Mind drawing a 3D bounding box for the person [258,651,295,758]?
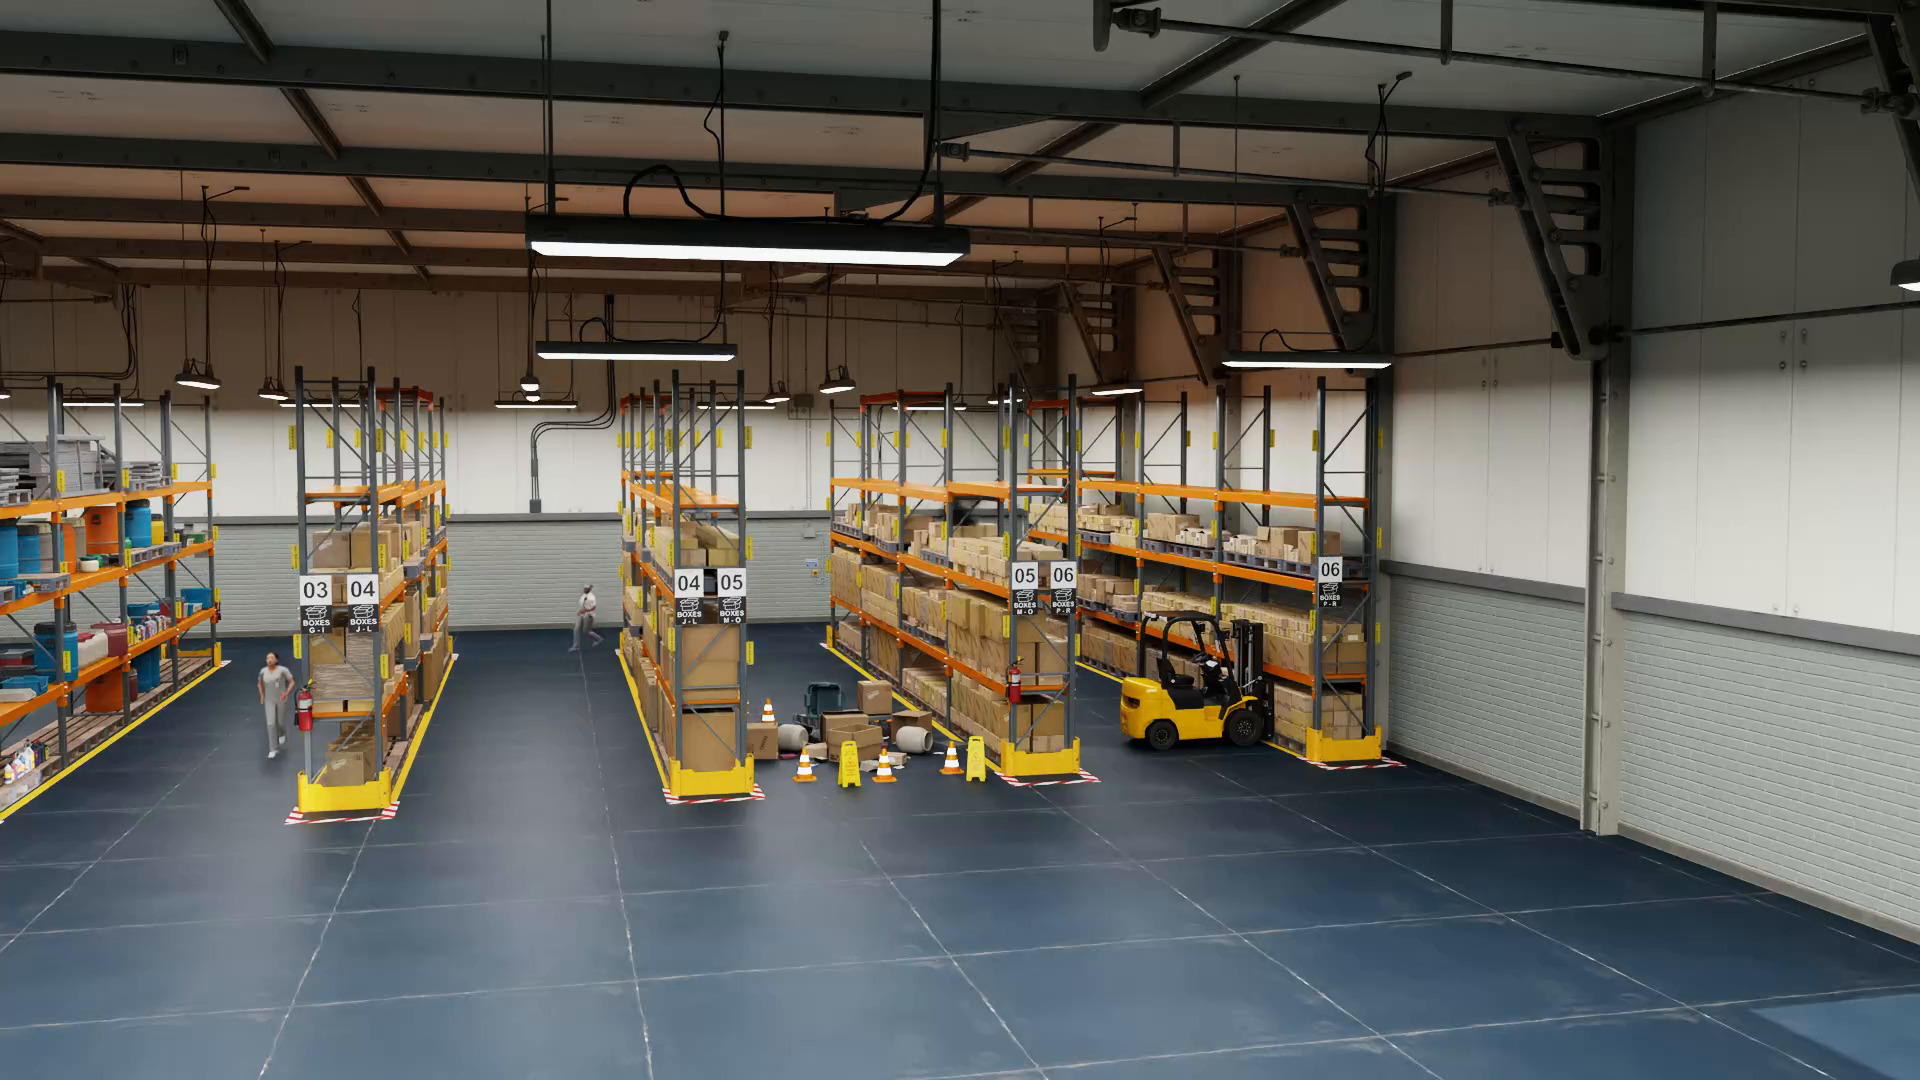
[{"bbox_3d":[-10.914,2.592,26.568,0.566,1.675,0.784,-1,3,-11],"label":"person"}]

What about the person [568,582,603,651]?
[{"bbox_3d":[-8.852,1.820,39.631,0.827,1.651,0.623,-3,5,-44],"label":"person"}]
